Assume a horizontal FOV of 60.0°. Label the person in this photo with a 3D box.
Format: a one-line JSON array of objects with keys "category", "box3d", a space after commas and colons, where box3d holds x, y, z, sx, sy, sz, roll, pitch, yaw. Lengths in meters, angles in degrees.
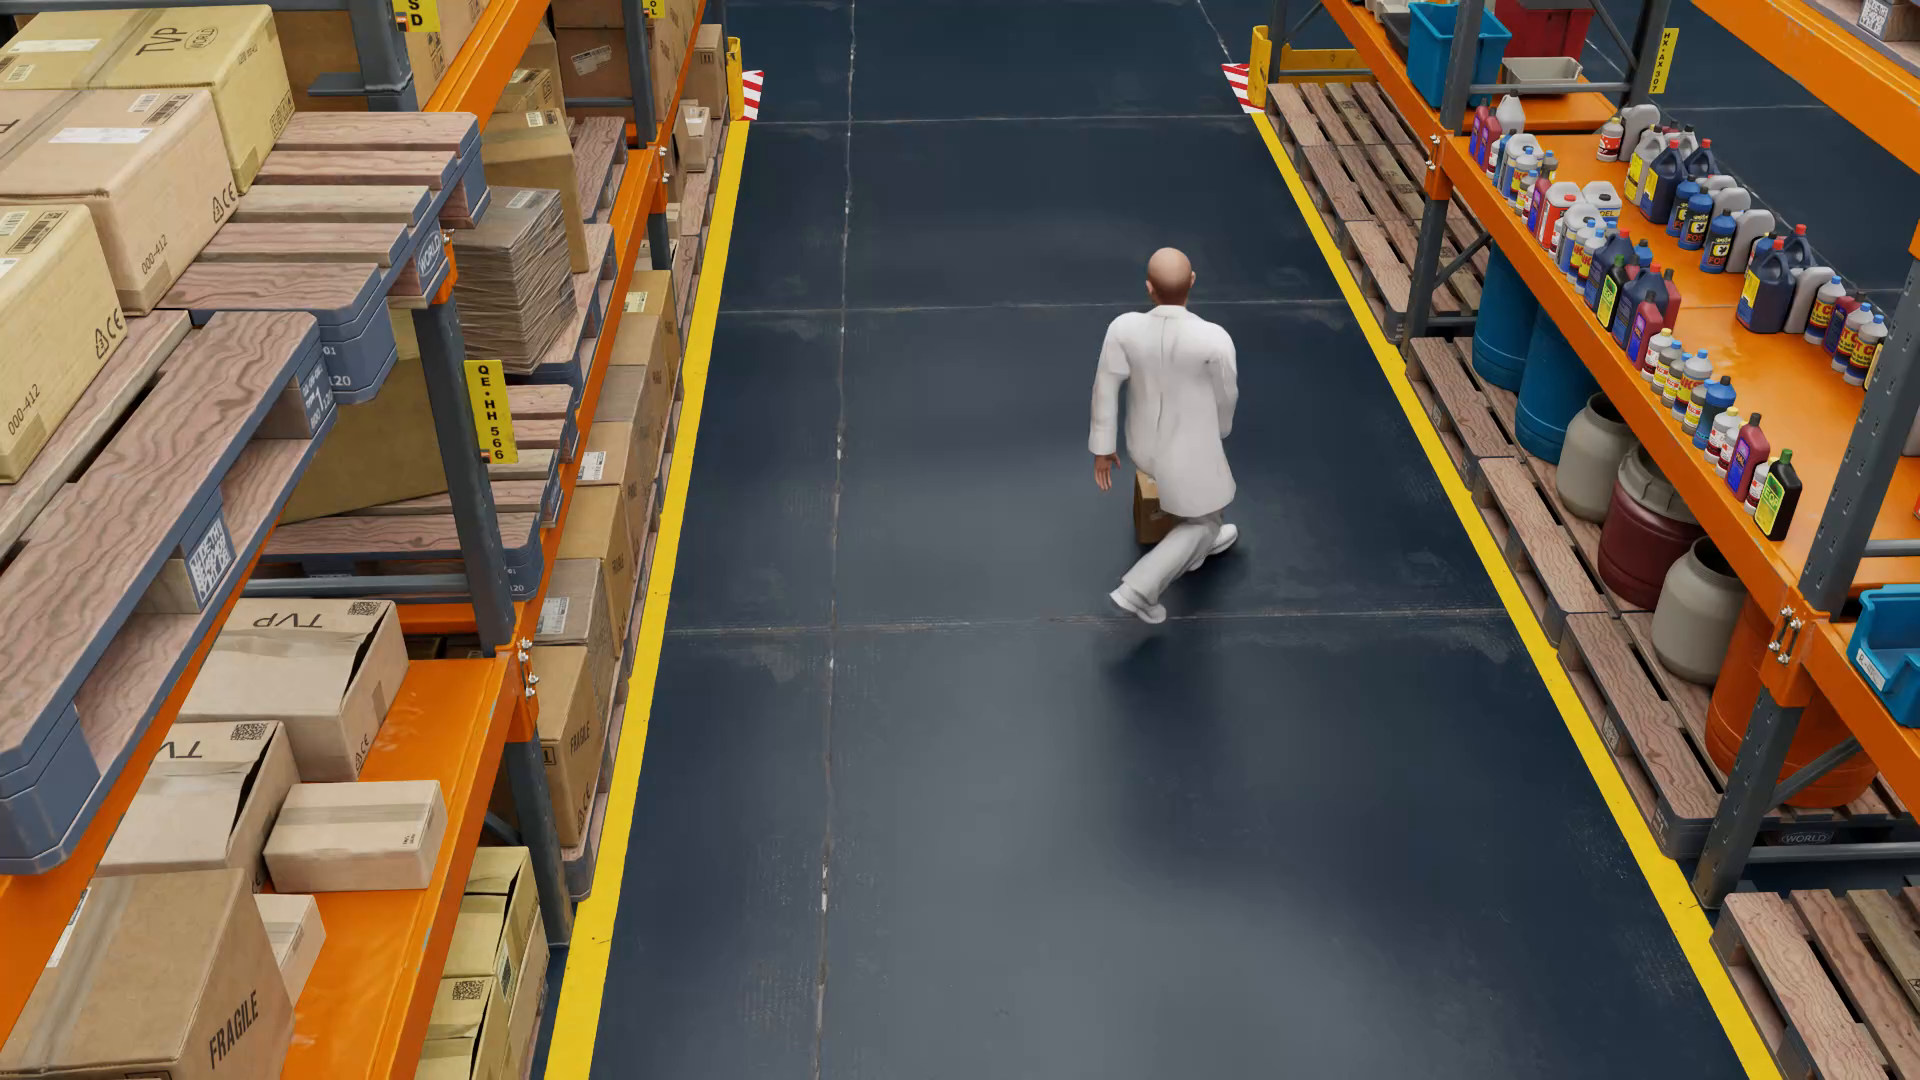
[{"category": "person", "box3d": [0.911, -0.461, 6.909, 0.572, 1.667, 1.056, 22, 40, 28]}]
